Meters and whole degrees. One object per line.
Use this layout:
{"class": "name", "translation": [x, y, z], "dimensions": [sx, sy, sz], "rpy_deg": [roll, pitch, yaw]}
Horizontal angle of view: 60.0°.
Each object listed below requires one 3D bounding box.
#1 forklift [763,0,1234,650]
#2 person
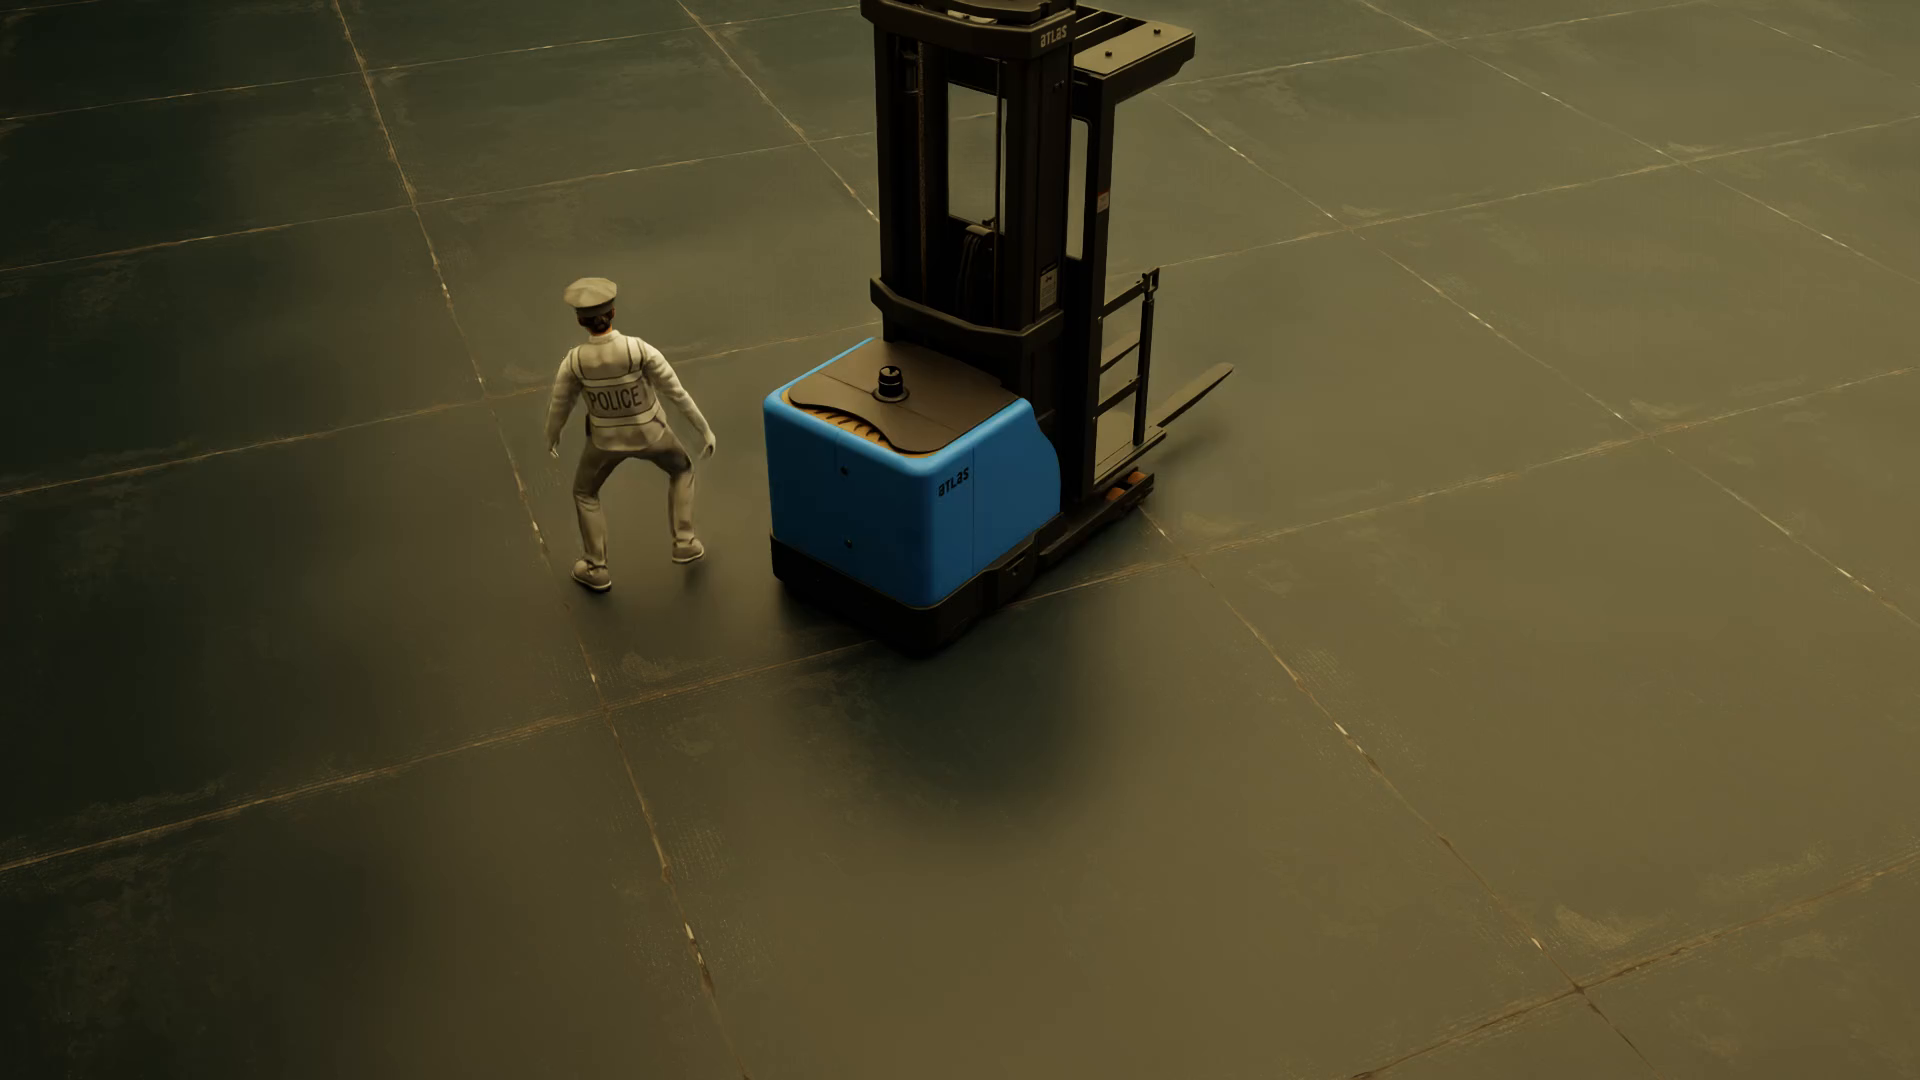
{"class": "forklift", "translation": [0.384, -1.469, 8.165], "dimensions": [1.130, 2.935, 3.031], "rpy_deg": [25, 42, 31]}
{"class": "person", "translation": [-1.594, -0.514, 8.007], "dimensions": [0.828, 1.581, 0.471], "rpy_deg": [-3, 35, -4]}
